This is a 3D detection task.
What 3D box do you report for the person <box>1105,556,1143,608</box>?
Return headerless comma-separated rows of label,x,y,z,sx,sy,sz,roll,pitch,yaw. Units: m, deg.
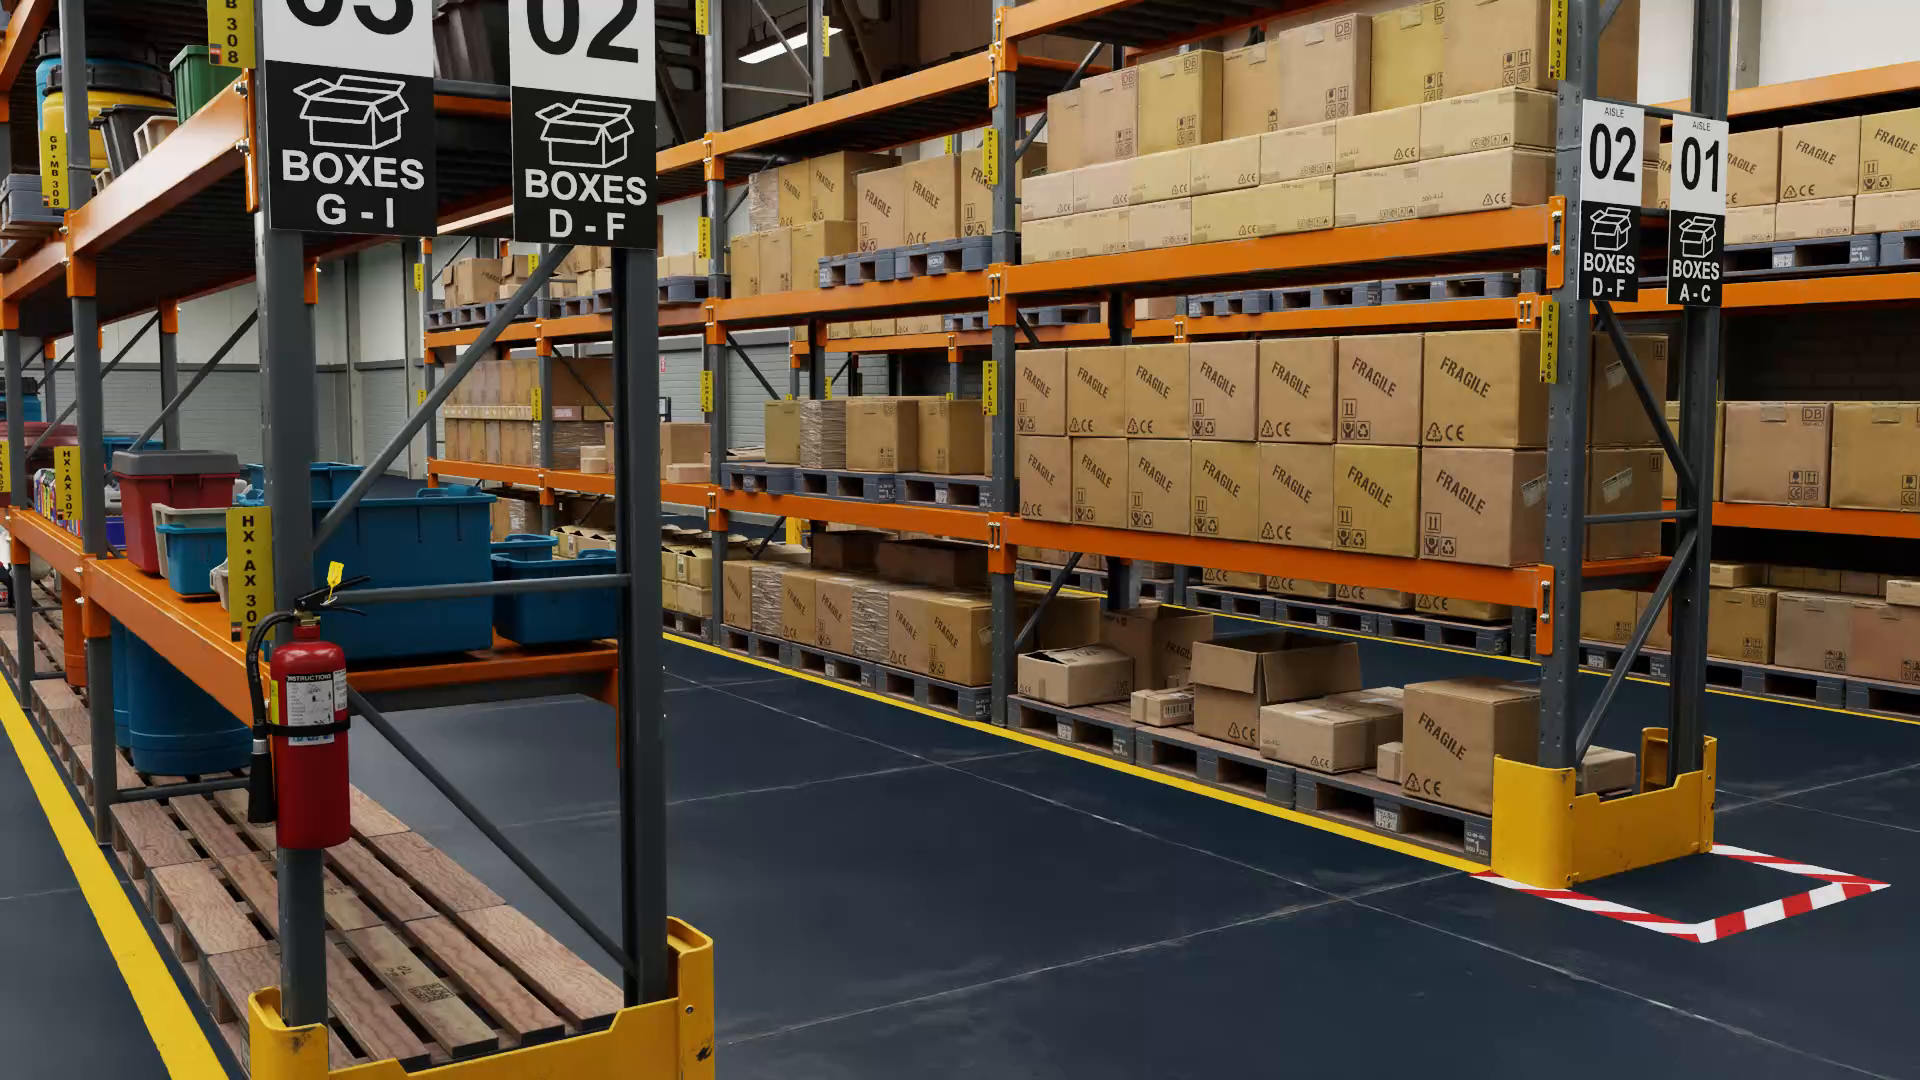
person,1.425,-0.032,14.440,0.419,1.664,0.530,-4,6,-36
